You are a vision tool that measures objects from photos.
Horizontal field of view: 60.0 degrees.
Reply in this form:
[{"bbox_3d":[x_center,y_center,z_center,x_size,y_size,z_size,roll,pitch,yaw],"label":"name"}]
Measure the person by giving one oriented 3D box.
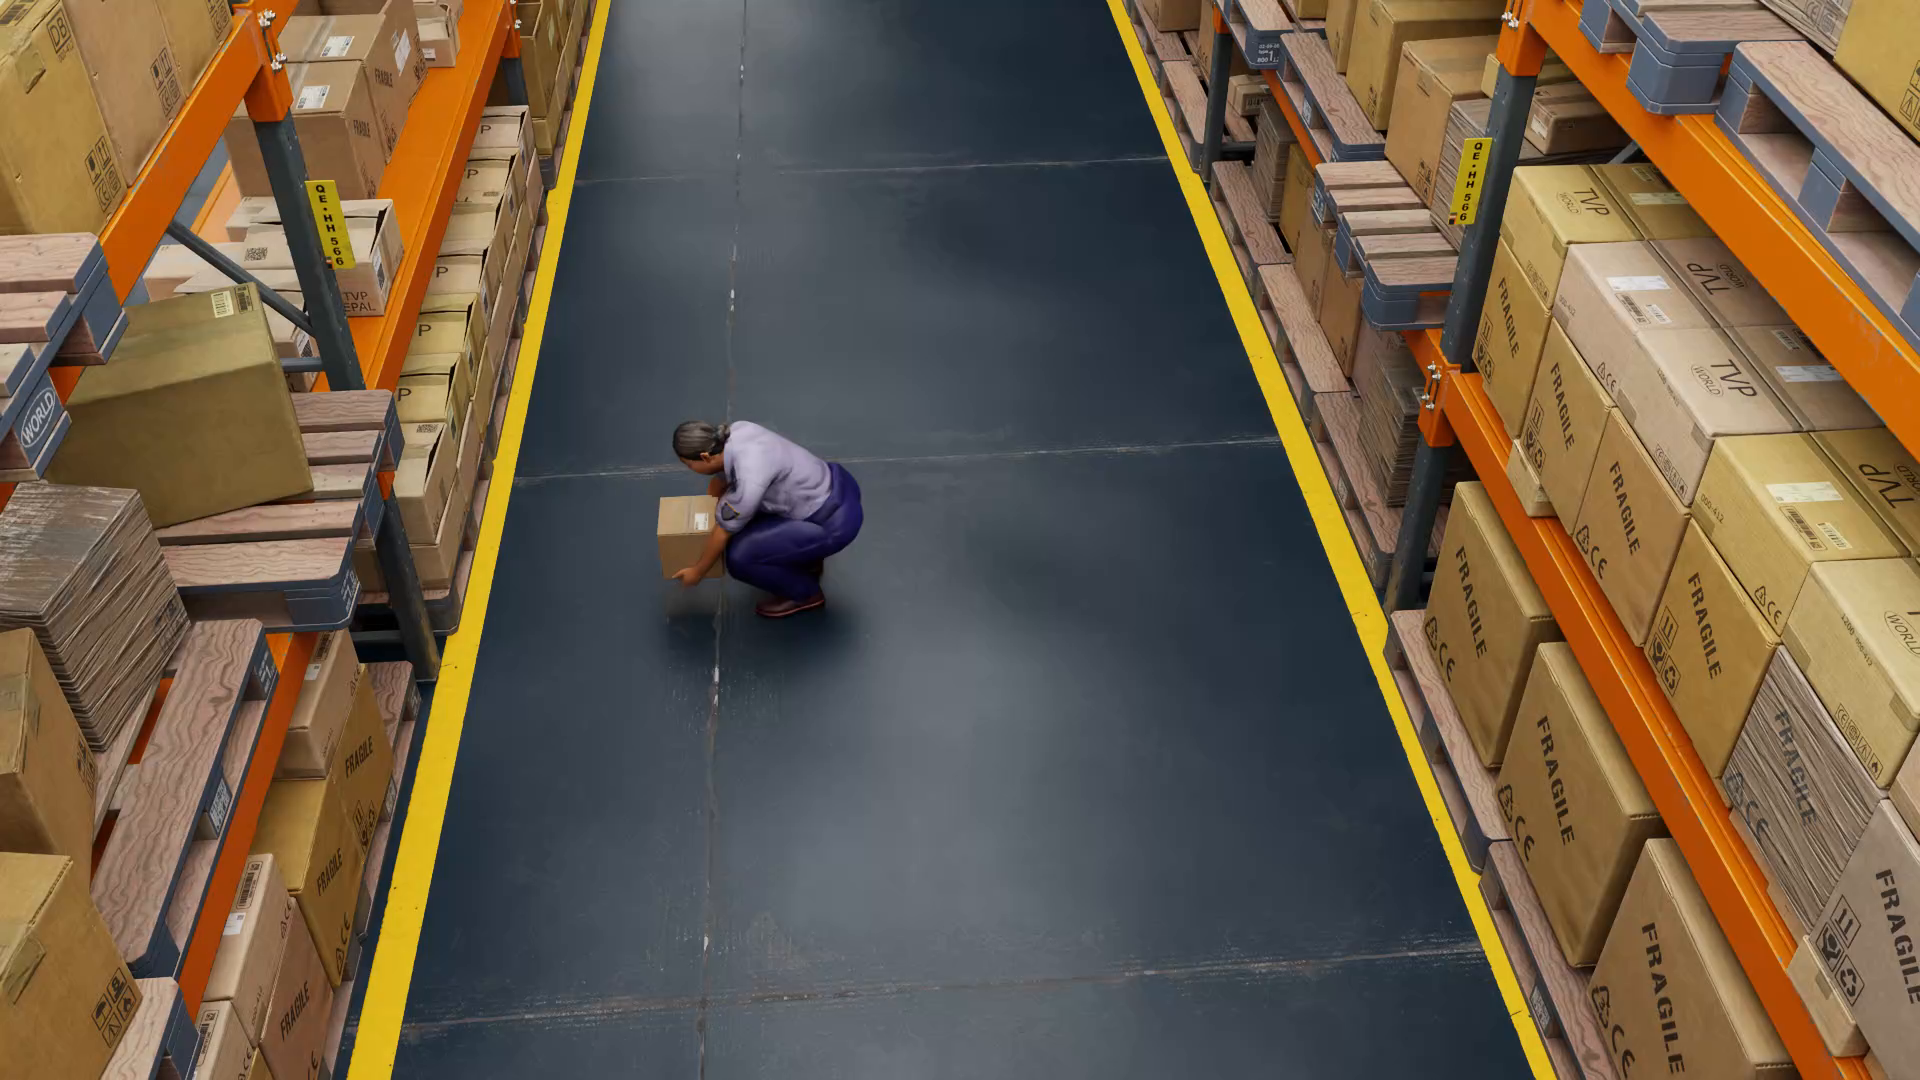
[{"bbox_3d":[-0.810,-0.144,6.902,0.810,0.955,0.498,-4,40,-5],"label":"person"}]
